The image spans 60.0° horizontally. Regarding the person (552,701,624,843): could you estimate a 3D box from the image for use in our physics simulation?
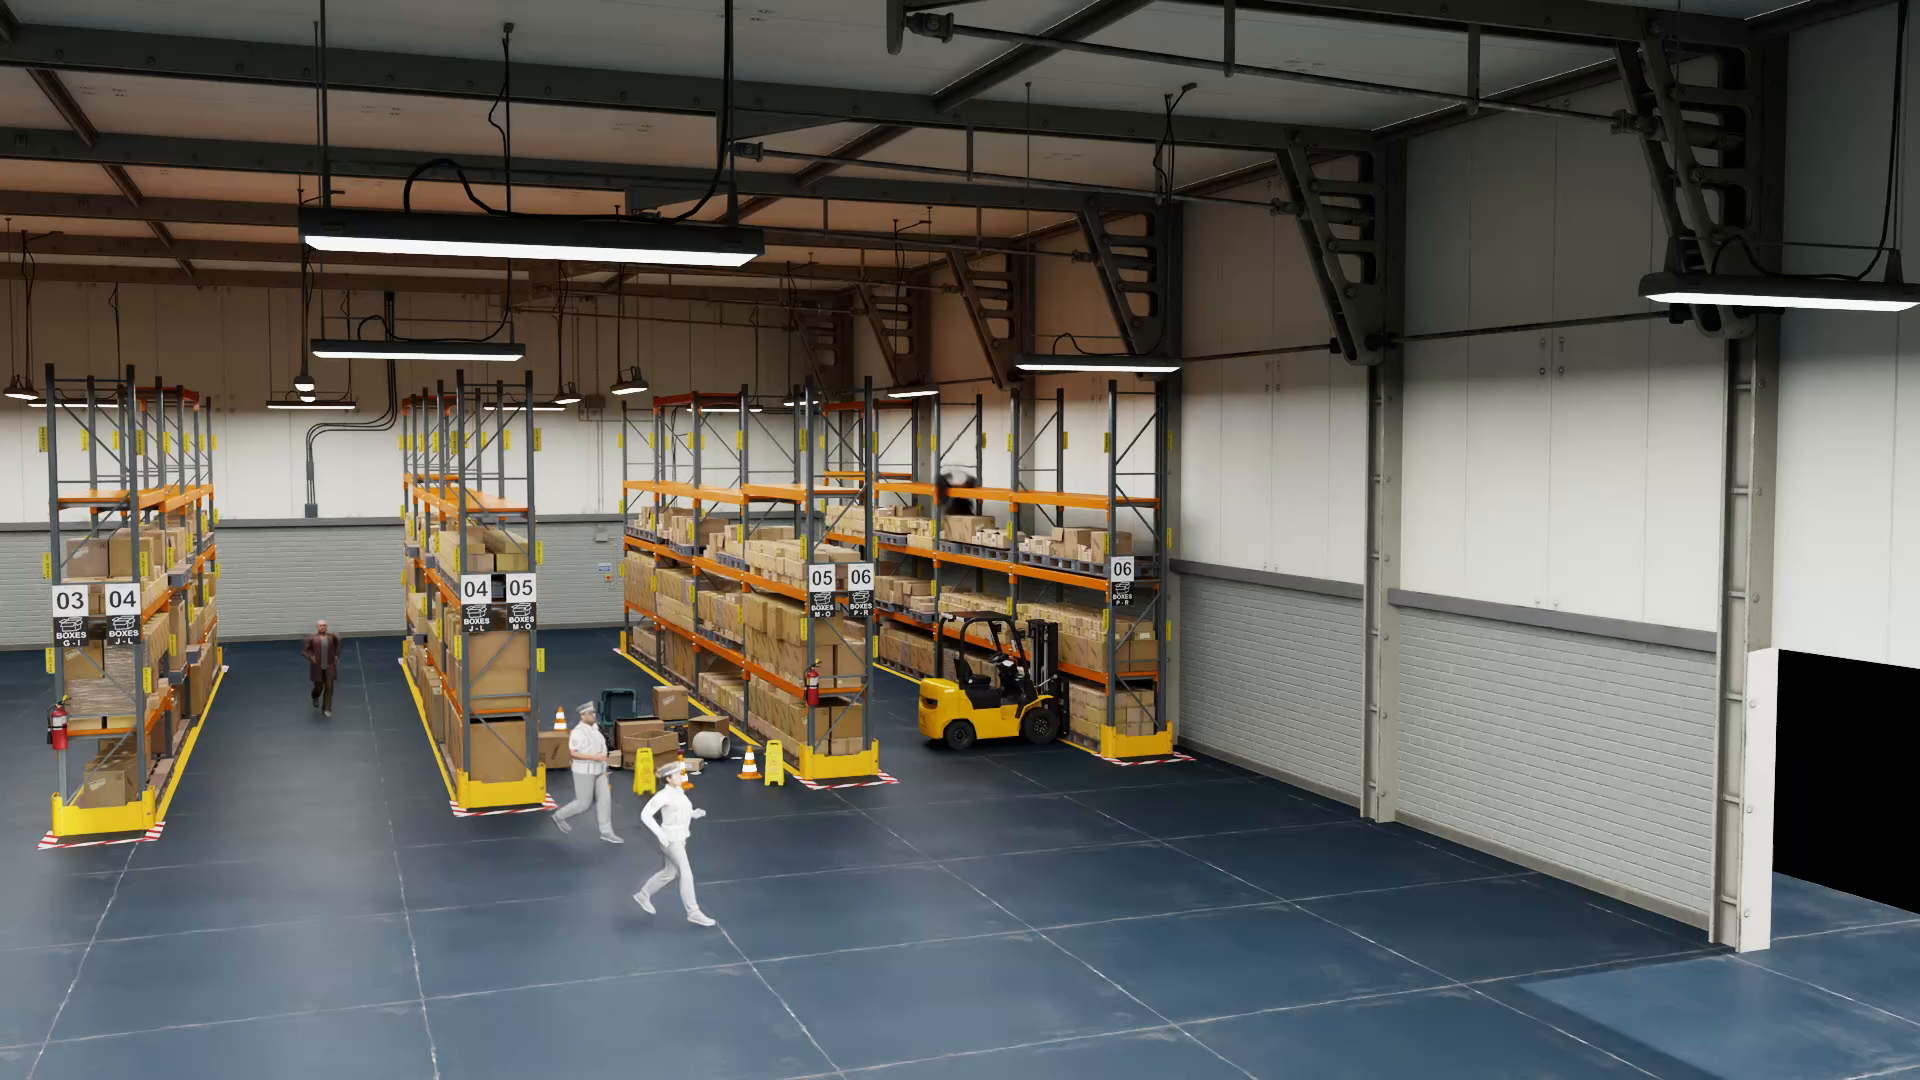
[{"bbox_3d":[-4.651,2.895,20.799,0.954,1.779,0.664,1,4,21],"label":"person"}]

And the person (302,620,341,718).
[{"bbox_3d":[-11.681,2.326,30.477,0.709,1.730,0.934,-2,4,-33],"label":"person"}]

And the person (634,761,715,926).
[{"bbox_3d":[-2.968,3.125,17.246,0.916,1.684,0.607,1,3,12],"label":"person"}]
